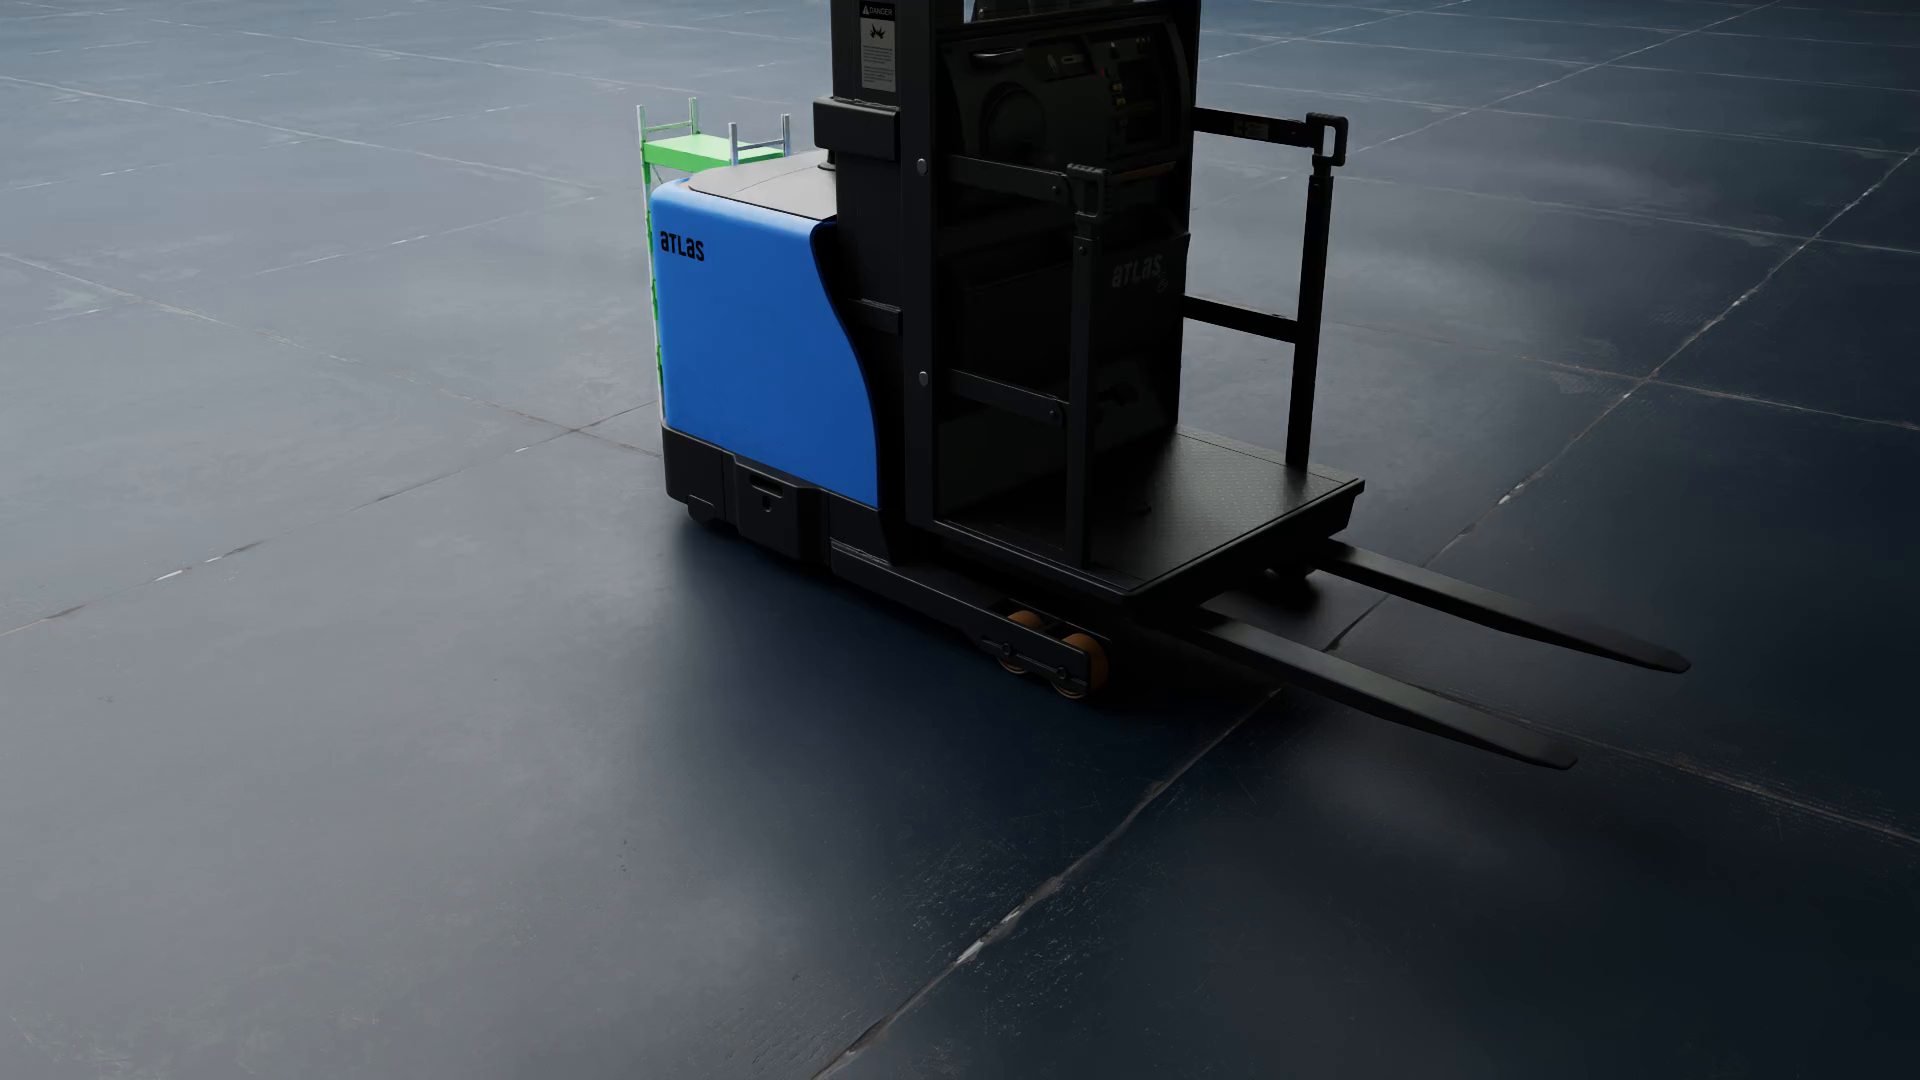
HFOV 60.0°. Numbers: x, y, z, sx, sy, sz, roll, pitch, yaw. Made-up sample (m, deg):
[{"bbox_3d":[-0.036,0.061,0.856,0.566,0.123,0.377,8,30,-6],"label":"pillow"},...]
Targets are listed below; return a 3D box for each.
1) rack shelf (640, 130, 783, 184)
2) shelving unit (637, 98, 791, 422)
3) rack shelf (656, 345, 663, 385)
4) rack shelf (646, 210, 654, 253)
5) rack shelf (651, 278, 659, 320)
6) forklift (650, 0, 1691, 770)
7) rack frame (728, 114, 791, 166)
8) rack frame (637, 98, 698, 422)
[{"bbox_3d":[-0.821,-1.254,5.576,0.480,0.148,0.258,21,31,39],"label":"rack shelf"},{"bbox_3d":[-0.821,-0.873,5.743,0.503,1.200,0.258,21,31,39],"label":"shelving unit"},{"bbox_3d":[-0.821,-0.595,5.866,0.480,0.148,0.258,21,31,39],"label":"rack shelf"},{"bbox_3d":[-0.821,-1.034,5.672,0.480,0.148,0.258,21,31,39],"label":"rack shelf"},{"bbox_3d":[-0.821,-0.815,5.769,0.480,0.148,0.258,21,31,39],"label":"rack shelf"},{"bbox_3d":[0.450,-1.166,4.261,3.031,2.935,1.130,21,32,39],"label":"forklift"},{"bbox_3d":[-0.646,-0.805,5.588,0.015,1.200,0.240,21,31,39],"label":"rack frame"},{"bbox_3d":[-0.997,-0.941,5.899,0.015,1.200,0.240,21,31,39],"label":"rack frame"}]
